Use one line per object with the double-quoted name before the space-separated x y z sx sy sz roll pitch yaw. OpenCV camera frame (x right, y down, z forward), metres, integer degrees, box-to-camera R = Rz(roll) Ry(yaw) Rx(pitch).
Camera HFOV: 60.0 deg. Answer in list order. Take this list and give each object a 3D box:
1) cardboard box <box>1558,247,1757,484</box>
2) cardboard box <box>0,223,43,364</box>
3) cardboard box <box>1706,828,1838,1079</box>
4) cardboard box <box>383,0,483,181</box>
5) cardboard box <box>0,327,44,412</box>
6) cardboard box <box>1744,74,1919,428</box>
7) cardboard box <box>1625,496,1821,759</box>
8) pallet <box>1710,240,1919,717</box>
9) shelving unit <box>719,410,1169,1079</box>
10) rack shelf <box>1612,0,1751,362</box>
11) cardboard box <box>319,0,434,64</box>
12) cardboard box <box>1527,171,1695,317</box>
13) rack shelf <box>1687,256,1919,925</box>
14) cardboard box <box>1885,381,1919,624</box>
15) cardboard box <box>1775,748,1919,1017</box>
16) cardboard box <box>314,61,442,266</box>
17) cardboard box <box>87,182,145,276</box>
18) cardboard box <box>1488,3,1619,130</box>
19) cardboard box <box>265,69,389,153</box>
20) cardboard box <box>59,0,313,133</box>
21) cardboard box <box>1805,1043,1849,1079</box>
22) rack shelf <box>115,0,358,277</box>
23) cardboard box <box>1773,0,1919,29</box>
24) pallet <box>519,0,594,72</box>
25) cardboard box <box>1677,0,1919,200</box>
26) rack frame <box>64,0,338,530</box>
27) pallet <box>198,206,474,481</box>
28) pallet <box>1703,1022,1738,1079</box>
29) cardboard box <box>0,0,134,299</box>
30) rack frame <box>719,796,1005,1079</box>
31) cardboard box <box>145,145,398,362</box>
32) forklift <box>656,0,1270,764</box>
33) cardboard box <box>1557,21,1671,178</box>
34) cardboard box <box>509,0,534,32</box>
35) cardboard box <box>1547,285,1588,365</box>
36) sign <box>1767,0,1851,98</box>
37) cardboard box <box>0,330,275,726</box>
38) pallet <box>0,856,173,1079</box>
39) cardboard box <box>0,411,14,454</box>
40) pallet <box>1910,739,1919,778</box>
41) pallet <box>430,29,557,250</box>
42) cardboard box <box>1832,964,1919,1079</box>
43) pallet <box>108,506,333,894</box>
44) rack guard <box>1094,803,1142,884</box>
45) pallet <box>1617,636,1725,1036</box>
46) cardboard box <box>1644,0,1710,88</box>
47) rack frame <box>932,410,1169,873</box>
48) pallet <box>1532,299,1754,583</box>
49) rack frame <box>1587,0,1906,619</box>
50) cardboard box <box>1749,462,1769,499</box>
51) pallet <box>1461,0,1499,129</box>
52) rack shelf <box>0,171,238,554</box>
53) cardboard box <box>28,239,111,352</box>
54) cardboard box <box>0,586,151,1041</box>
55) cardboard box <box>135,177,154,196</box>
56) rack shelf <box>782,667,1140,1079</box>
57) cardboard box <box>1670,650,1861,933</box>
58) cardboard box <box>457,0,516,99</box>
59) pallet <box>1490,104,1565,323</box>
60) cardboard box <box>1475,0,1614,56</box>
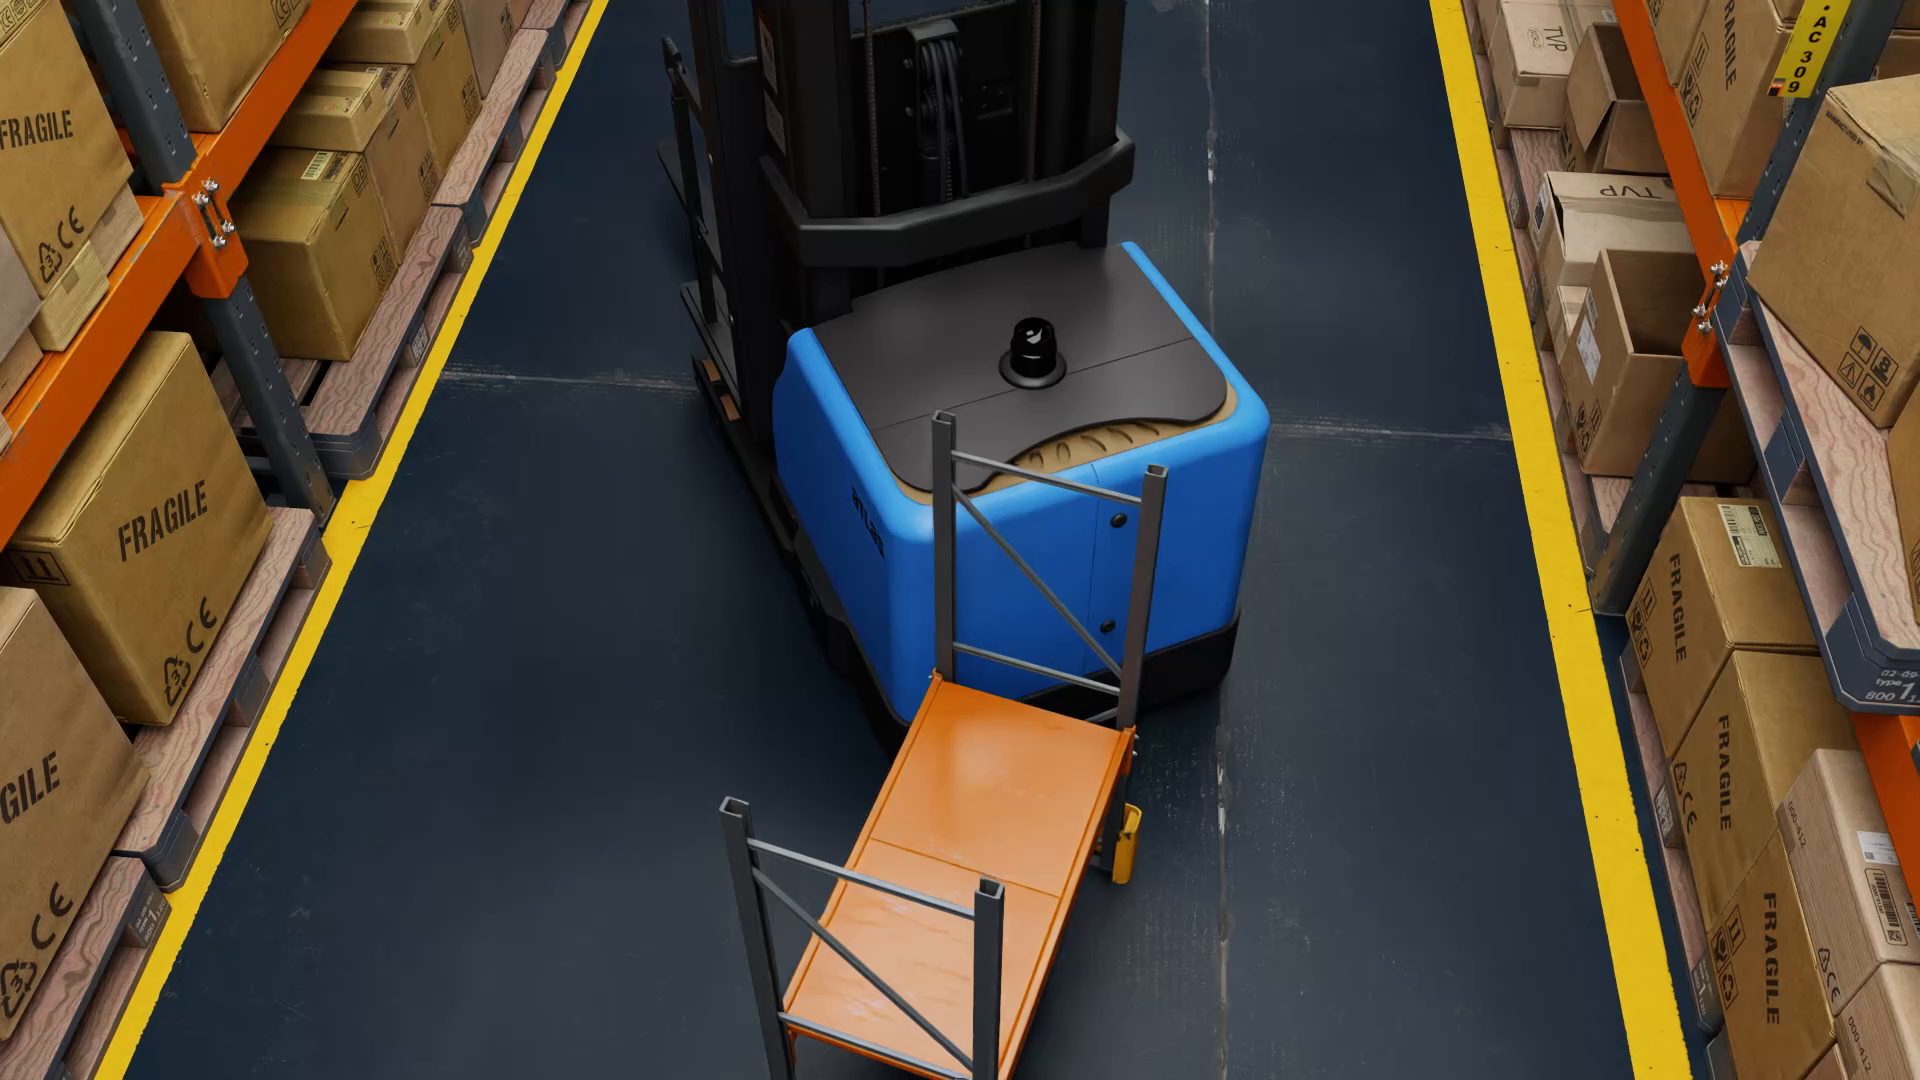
"cardboard box" 2.192 -0.536 5.103 0.500 0.500 0.500 4 48 4
"cardboard box" -2.339 -0.533 3.421 0.500 0.500 0.500 4 48 4
"cardboard box" 2.045 1.001 3.698 0.500 0.500 0.500 4 48 4
"cardboard box" -2.243 -1.710 6.191 0.700 0.500 0.500 5 48 4
"cardboard box" -2.328 -0.404 3.743 0.380 0.149 0.250 5 48 5
"cardboard box" 2.156 -0.635 3.446 0.700 0.500 0.500 -11 48 -10
"cardboard box" 2.136 0.241 4.392 0.500 0.500 0.500 2 48 2
"pallet" 2.241 -0.148 3.483 1.003 0.211 1.213 4 48 4
"shelving unit" 0.011 0.655 3.634 0.587 1.500 1.083 15 49 13
"rack shelf" 2.605 -2.020 5.552 1.077 0.370 4.000 4 48 4
"cardboard box" -2.080 -1.806 5.839 0.380 0.149 0.250 3 48 2
"cardboard box" 2.260 -1.023 5.677 0.500 0.311 0.500 4 48 4
"rack shelf" 2.240 0.919 2.864 1.077 0.370 4.000 4 48 4
"cardboard box" 2.157 -0.126 2.980 0.700 0.500 0.500 11 48 10
"cardboard box" 2.045 0.723 3.444 0.500 0.250 0.500 4 48 4
"cardboard box" -2.292 -1.333 5.846 0.700 0.500 0.500 3 48 3
"cardboard box" -2.260 -0.778 4.085 0.380 0.149 0.250 4 48 4
"cardboard box" 2.364 -1.838 6.463 0.500 0.250 0.500 4 48 4
"cardboard box" -2.128 -1.422 5.488 0.380 0.149 0.250 5 48 5
"cardboard box" -2.445 -1.622 4.498 0.980 0.700 0.700 5 48 4
"cardboard box" 1.998 1.372 3.358 0.500 0.500 0.500 2 48 2
"rack shelf" -2.329 -2.350 5.854 1.077 0.370 4.000 4 48 4
"cardboard box" 2.211 -1.553 3.892 0.500 0.500 0.500 4 48 4
"pallet" -2.141 -2.529 7.420 1.003 0.211 1.213 4 48 4
"cardboard box" 2.212 -1.211 4.257 0.500 0.500 0.500 5 48 4
"rack frame" -2.511 -1.123 4.245 1.000 3.000 0.127 4 48 4
"pallet" -2.364 -0.736 5.780 1.003 0.211 1.213 4 48 4
"pallet" 2.277 1.647 3.600 1.003 0.211 1.213 4 48 4
"cardboard box" -2.302 -0.908 3.765 0.500 0.500 0.500 3 48 3
"rack frame" -0.166 1.014 3.306 0.500 1.500 0.032 15 49 13
"cardboard box" -2.341 -0.964 5.508 0.700 0.500 0.500 4 48 4
"forklift" -0.255 -1.432 4.574 1.130 2.935 3.031 -17 50 -15
"cardboard box" 2.588 -1.480 5.964 0.797 0.503 0.637 4 48 4
"cardboard box" -2.156 -2.472 6.888 0.700 0.500 0.500 4 48 3
"cardboard box" 2.166 -0.697 5.488 0.380 0.149 0.250 4 48 4
"sign" 1.881 -1.116 3.651 0.100 0.325 0.005 4 48 4
"cardboard box" -2.441 -0.053 4.438 0.750 0.750 0.750 4 48 4
"pallet" -2.615 1.289 3.928 1.003 0.211 1.213 4 48 4
"cardboard box" -2.293 -0.205 3.562 0.380 0.149 0.250 4 48 4
"pallet" 2.230 0.782 2.632 1.003 0.211 1.213 4 48 4
"pallet" -2.255 -1.635 6.602 1.003 0.211 1.213 4 48 4
"cardboard box" 1.999 1.092 3.106 0.500 0.250 0.500 3 48 3
"pallet" -2.506 0.390 4.750 1.003 0.211 1.213 4 48 4
"rack guard" 0.182 0.732 4.411 0.587 0.250 0.087 15 49 13
"pallet" 2.386 0.748 4.423 1.003 0.211 1.213 4 48 4
"cardboard box" 2.258 -1.590 4.604 0.500 0.500 0.500 5 48 5
"rack frame" 0.182 0.309 3.951 0.500 1.500 0.032 15 49 13
"pallet" 2.486 -0.356 5.433 1.003 0.211 1.213 4 48 4
"rack frame" 2.422 -0.793 3.943 1.000 3.000 0.127 4 48 4
"cardboard box" 2.676 -0.328 5.041 0.500 0.311 0.500 4 48 4
"pallet" 2.708 -2.149 7.073 1.003 0.211 1.213 4 48 4
"rack shelf" -2.693 0.589 3.166 1.077 0.370 4.000 4 48 4
"cardboard box" -2.259 -0.591 3.914 0.380 0.149 0.250 5 48 4
"cardboard box" -2.519 0.600 3.841 0.750 0.750 0.750 5 48 5
"cardboard box" -2.552 -1.090 5.184 0.380 0.149 0.250 4 48 3
"rack shelf" 0.008 0.783 3.761 0.538 0.185 1.000 15 49 13
"cardboard box" 2.098 0.634 4.033 0.500 0.500 0.500 4 48 4
"cardboard box" -2.201 -2.102 6.550 0.700 0.500 0.500 2 48 2
"pallet" 2.595 -1.255 6.255 1.003 0.211 1.213 4 48 4
"cardboard box" 2.409 -2.205 6.799 0.500 0.250 0.500 4 48 4
